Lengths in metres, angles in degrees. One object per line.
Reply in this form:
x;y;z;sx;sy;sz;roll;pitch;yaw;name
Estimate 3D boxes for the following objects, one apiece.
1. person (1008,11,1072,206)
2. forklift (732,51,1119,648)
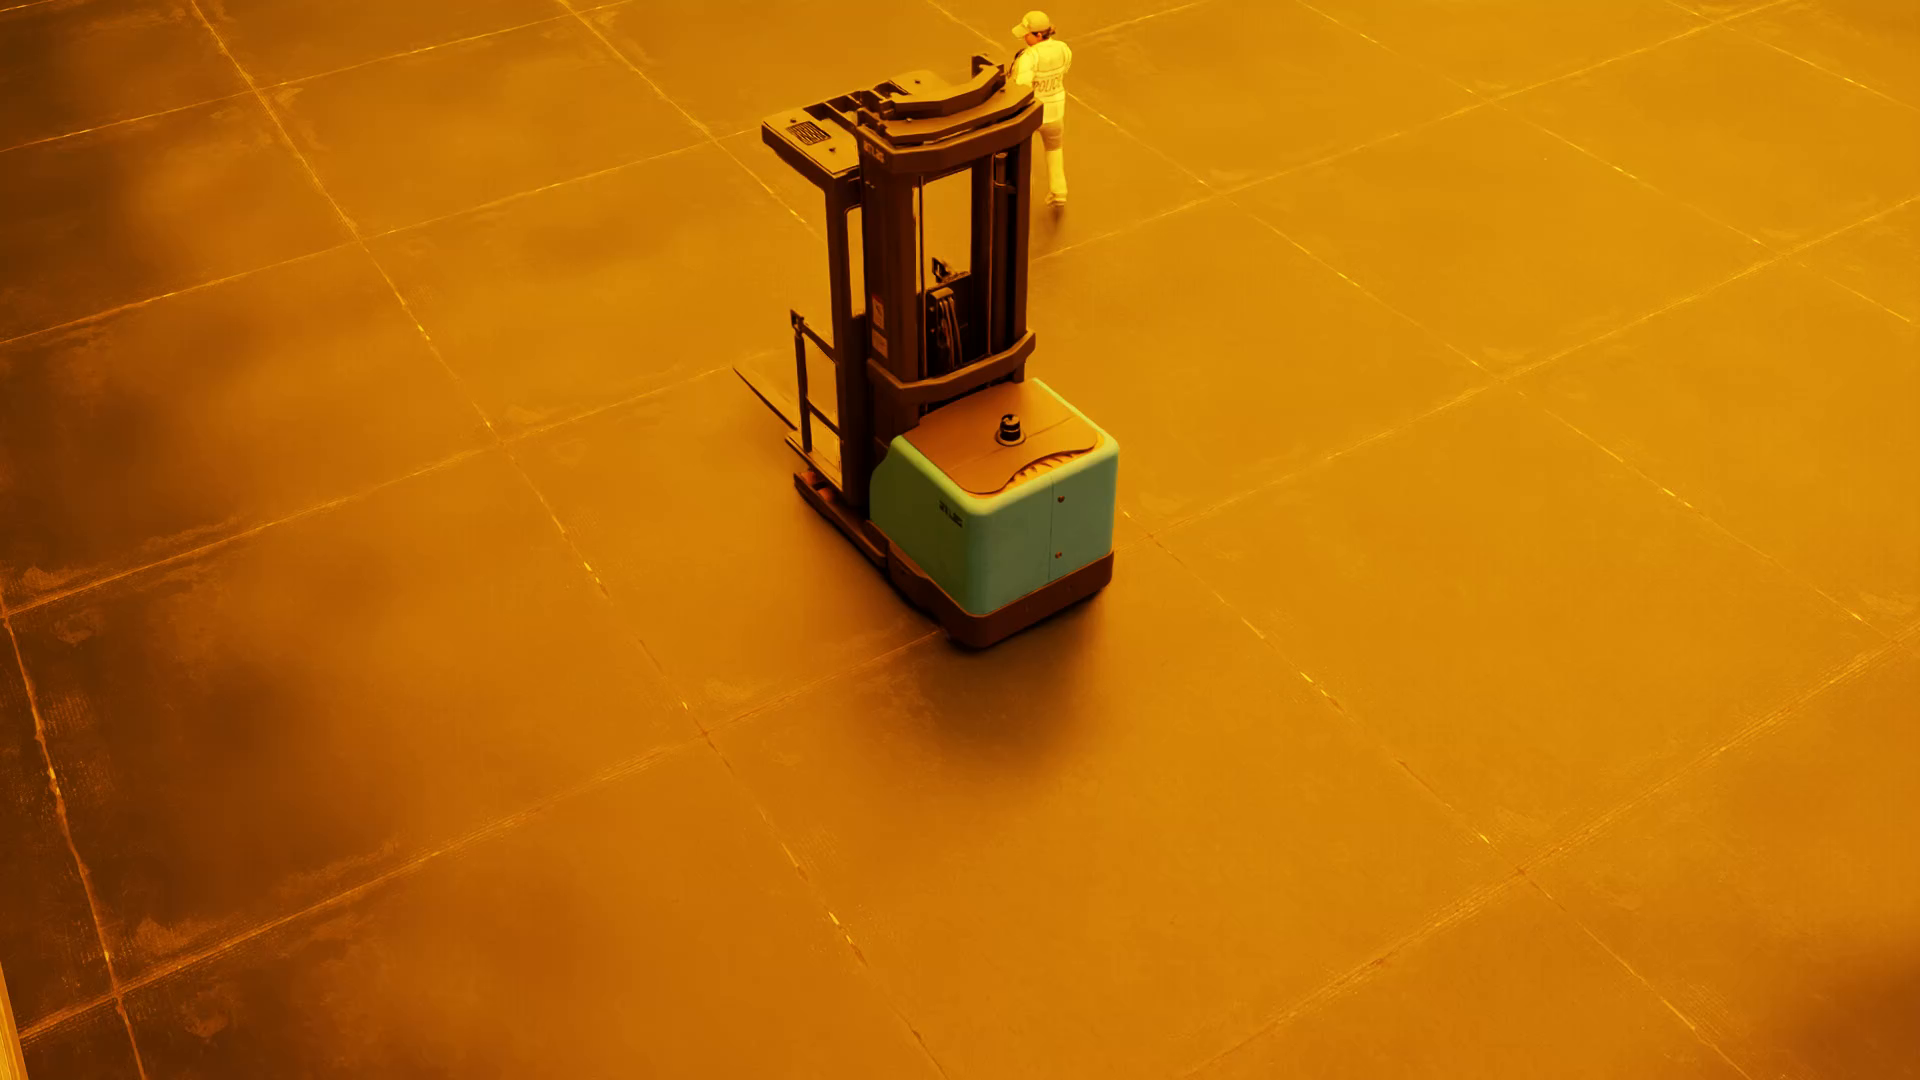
0.576;-3.257;12.633;0.553;1.589;0.734;-9;42;-10;person
-0.375;-1.430;9.508;1.130;2.935;3.031;-25;47;-26;forklift
